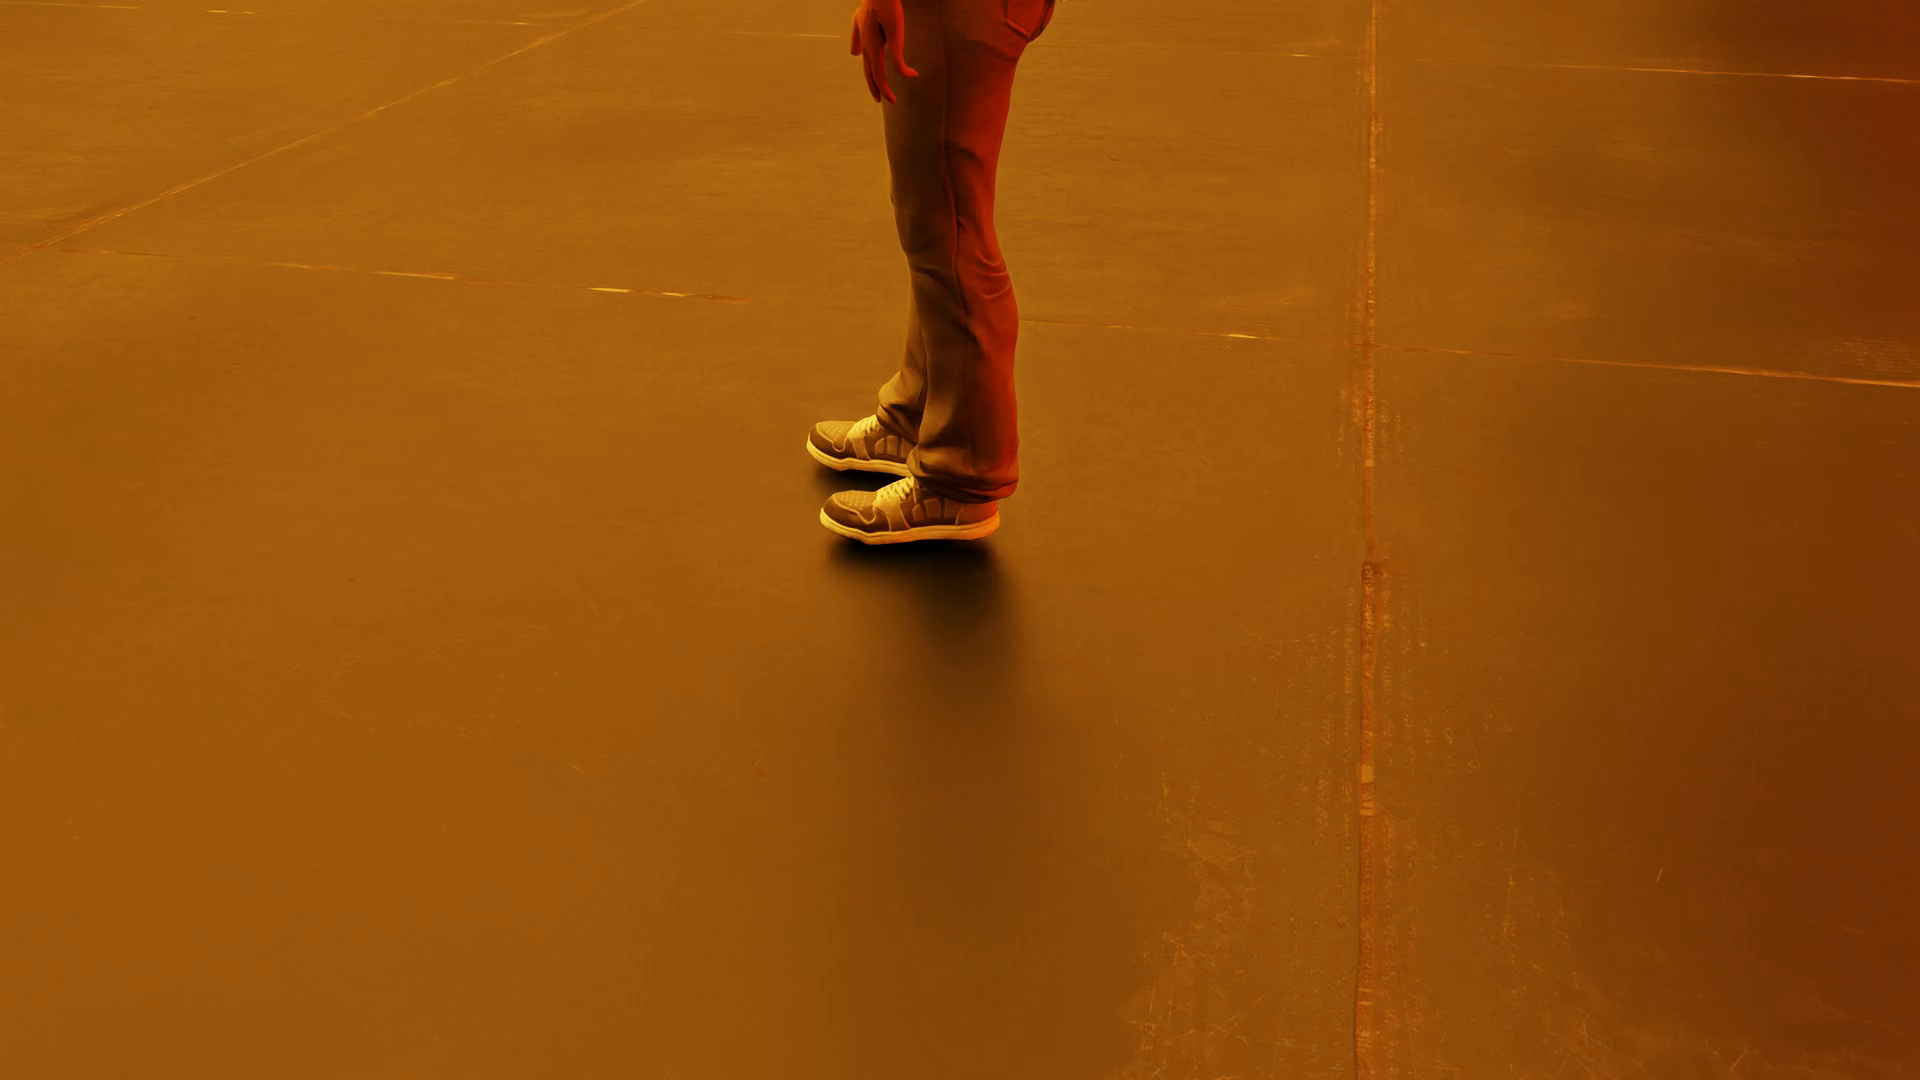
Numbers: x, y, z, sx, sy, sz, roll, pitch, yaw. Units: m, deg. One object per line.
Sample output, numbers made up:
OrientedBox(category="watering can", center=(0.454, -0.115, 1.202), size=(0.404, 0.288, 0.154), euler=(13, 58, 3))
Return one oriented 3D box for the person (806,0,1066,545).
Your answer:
OrientedBox(category="person", center=(-0.068, -0.733, 2.164), size=(0.475, 1.597, 0.520), euler=(6, 27, 11))
